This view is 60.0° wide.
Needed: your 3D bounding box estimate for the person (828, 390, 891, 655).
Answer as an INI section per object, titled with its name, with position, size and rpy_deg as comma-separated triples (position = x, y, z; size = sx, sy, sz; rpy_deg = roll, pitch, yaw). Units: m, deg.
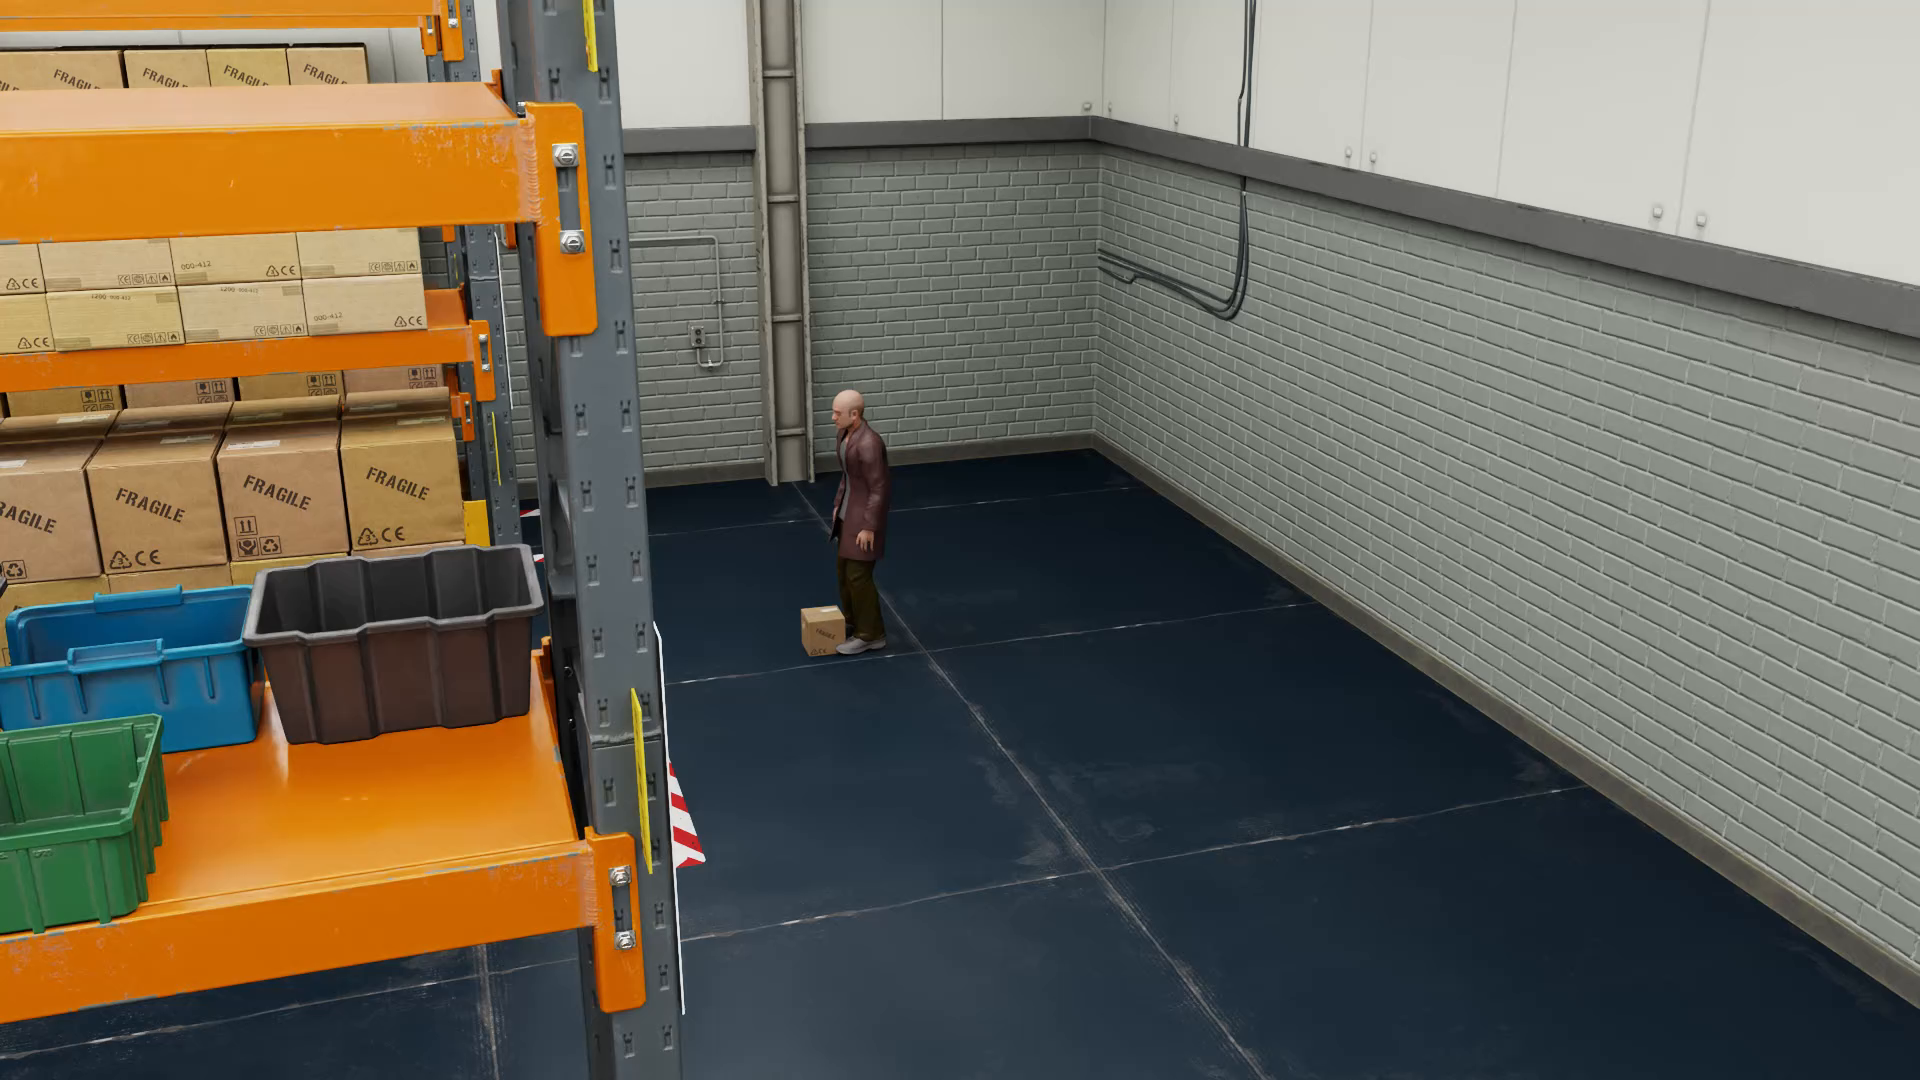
[person]
position = -0.680, -0.135, 10.984
size = 0.429, 1.772, 0.648
rpy_deg = -7, 20, -21
